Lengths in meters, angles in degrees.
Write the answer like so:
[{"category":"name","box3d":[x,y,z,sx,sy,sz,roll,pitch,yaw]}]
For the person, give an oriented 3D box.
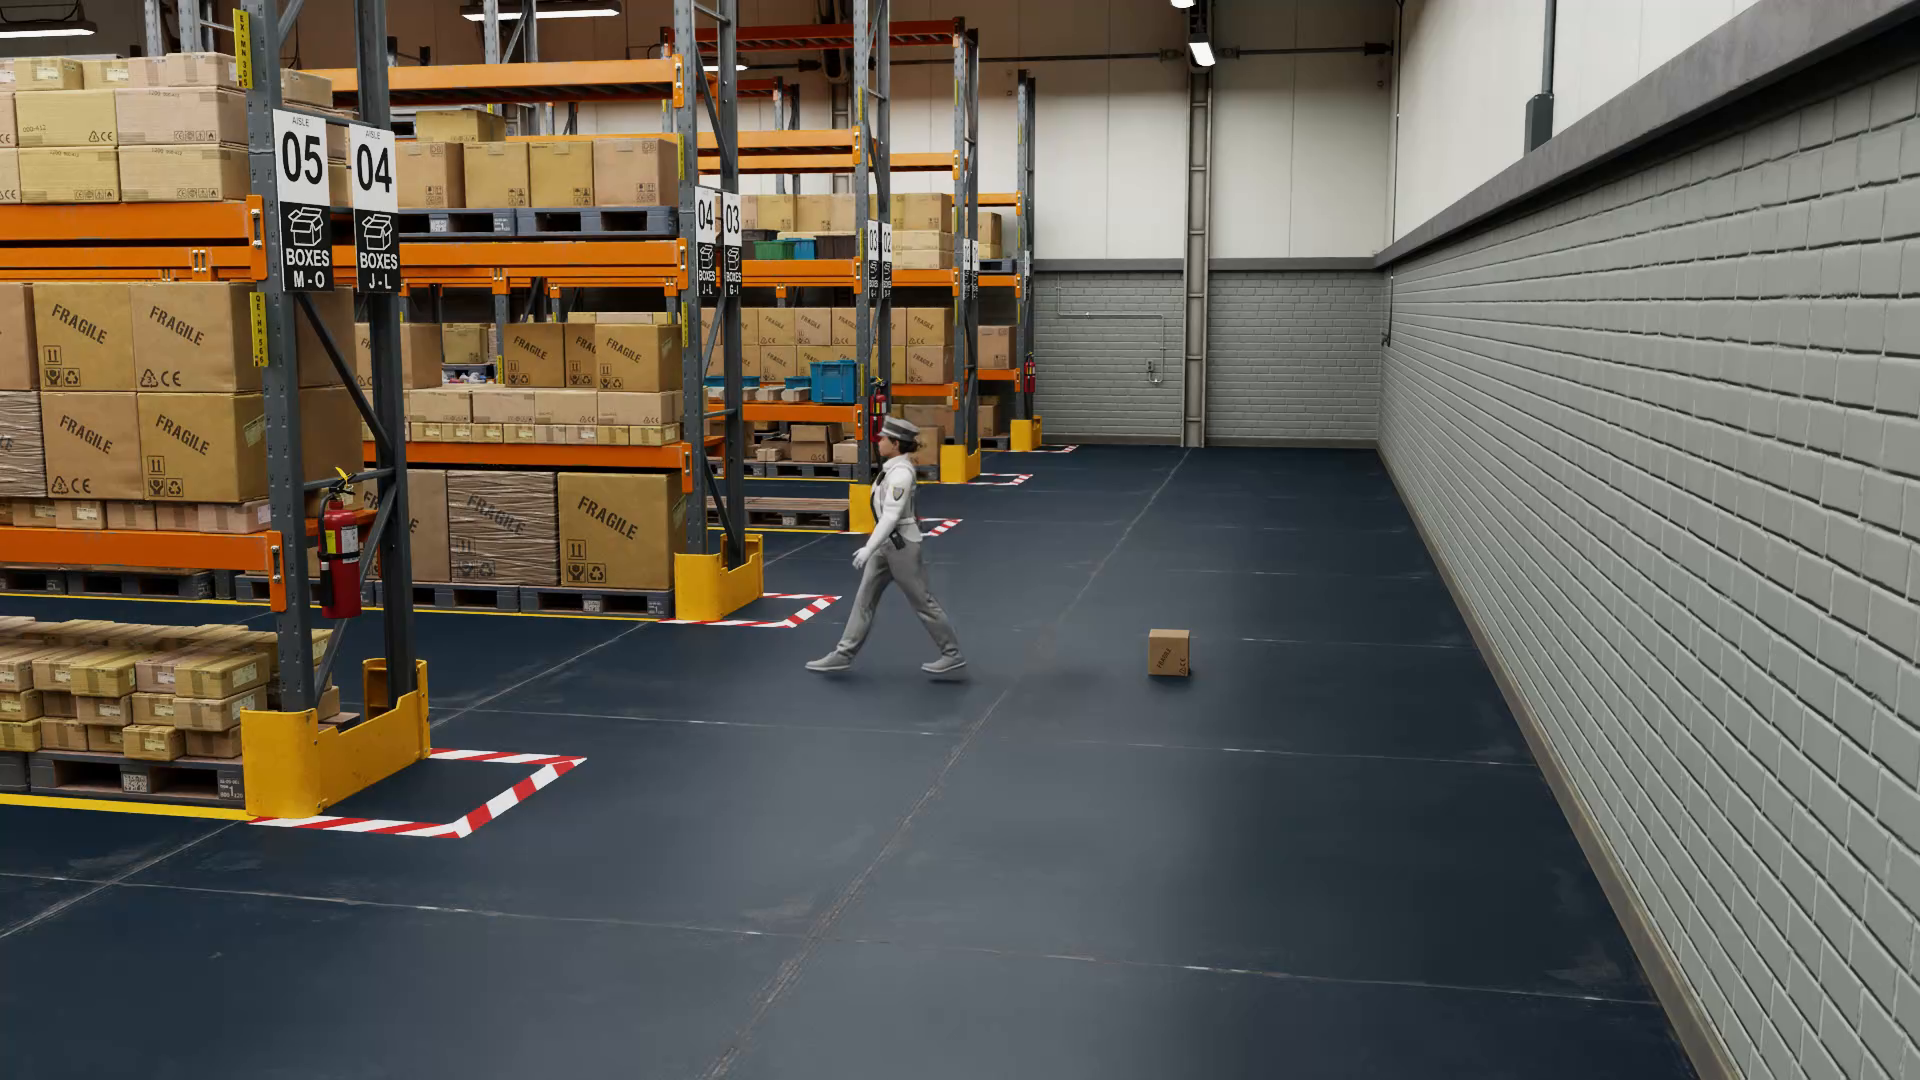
[{"category":"person","box3d":[-0.465,0.034,10.373,1.005,1.627,0.498,-1,8,-9]}]
